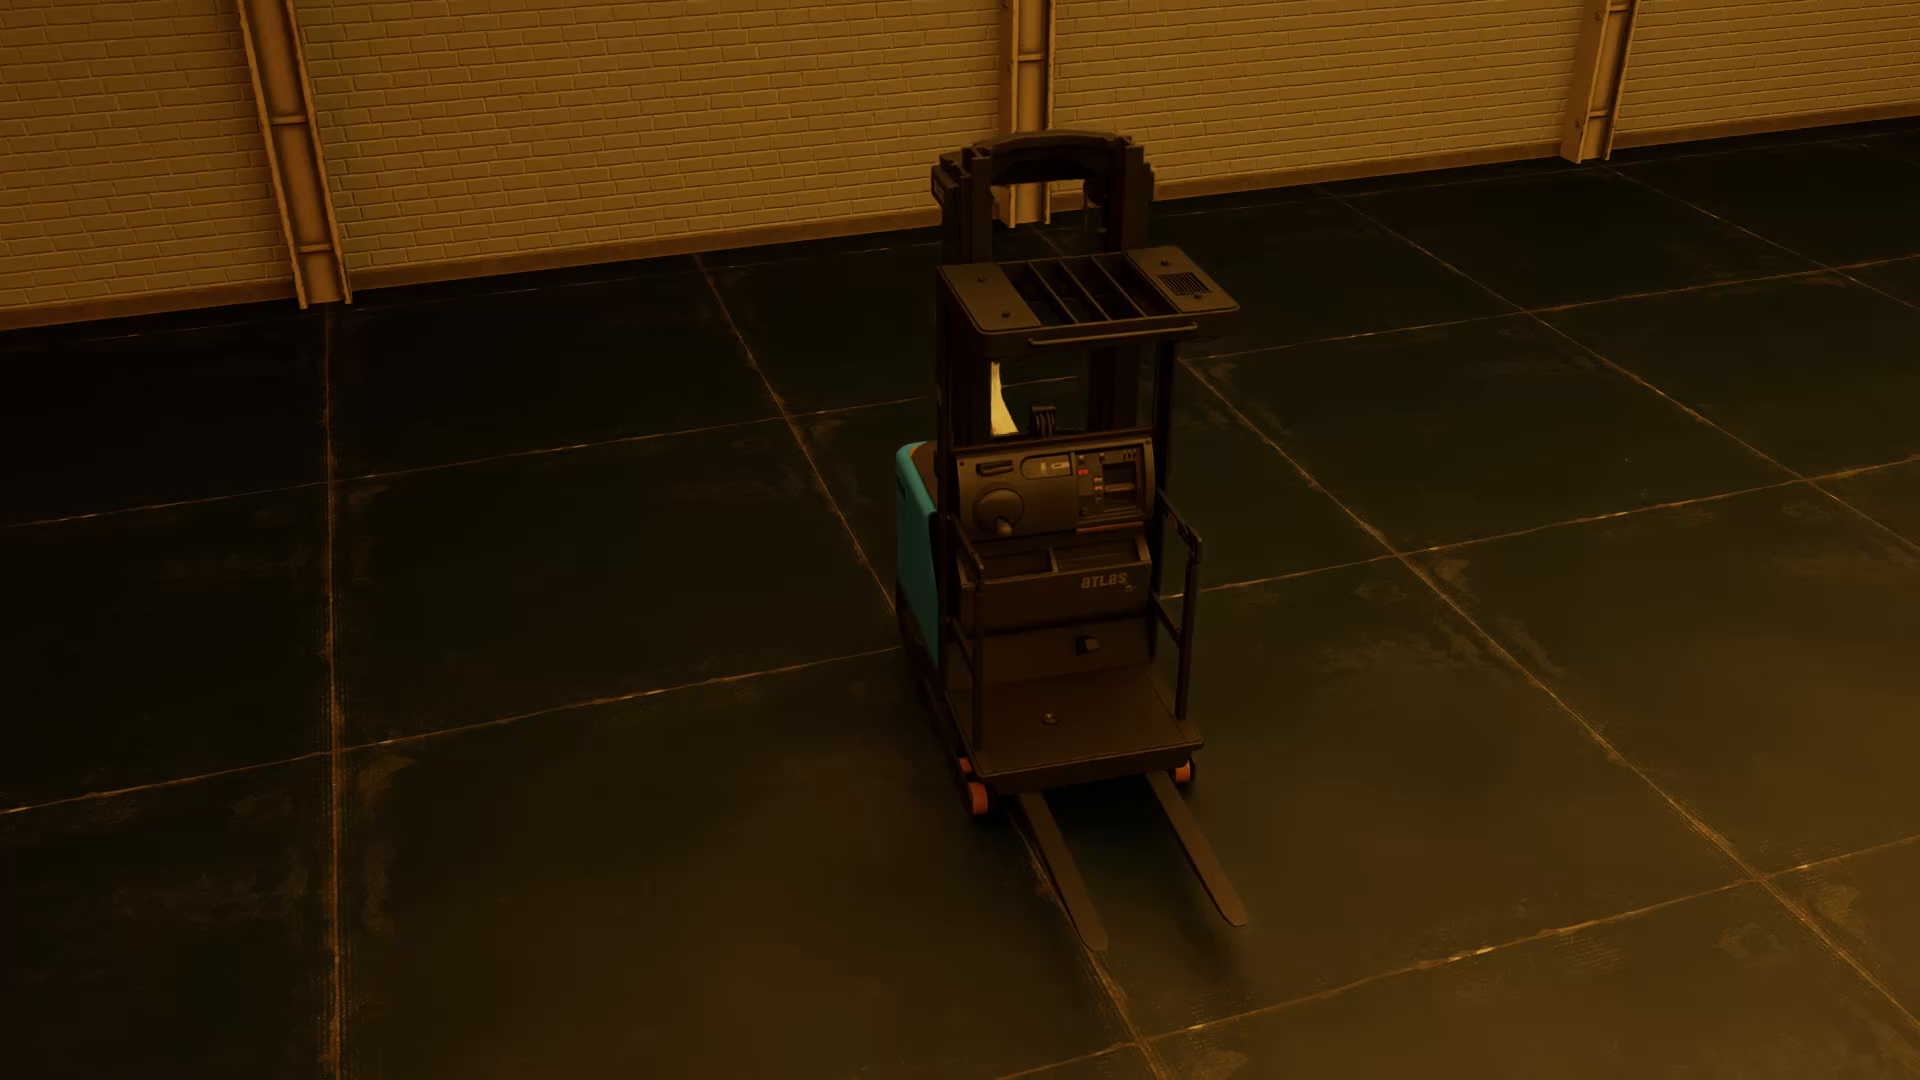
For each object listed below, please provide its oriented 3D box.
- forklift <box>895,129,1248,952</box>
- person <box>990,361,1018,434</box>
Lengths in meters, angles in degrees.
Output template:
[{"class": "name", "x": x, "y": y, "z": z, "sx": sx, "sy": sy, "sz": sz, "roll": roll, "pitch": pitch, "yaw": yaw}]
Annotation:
[{"class": "forklift", "x": 0.495, "y": -0.191, "z": 7.420, "sx": 1.130, "sy": 2.935, "sz": 3.031, "roll": -7, "pitch": 31, "yaw": -12}, {"class": "person", "x": 0.191, "y": -0.799, "z": 9.653, "sx": 0.657, "sy": 1.764, "sz": 0.752, "roll": -7, "pitch": 31, "yaw": -13}]
